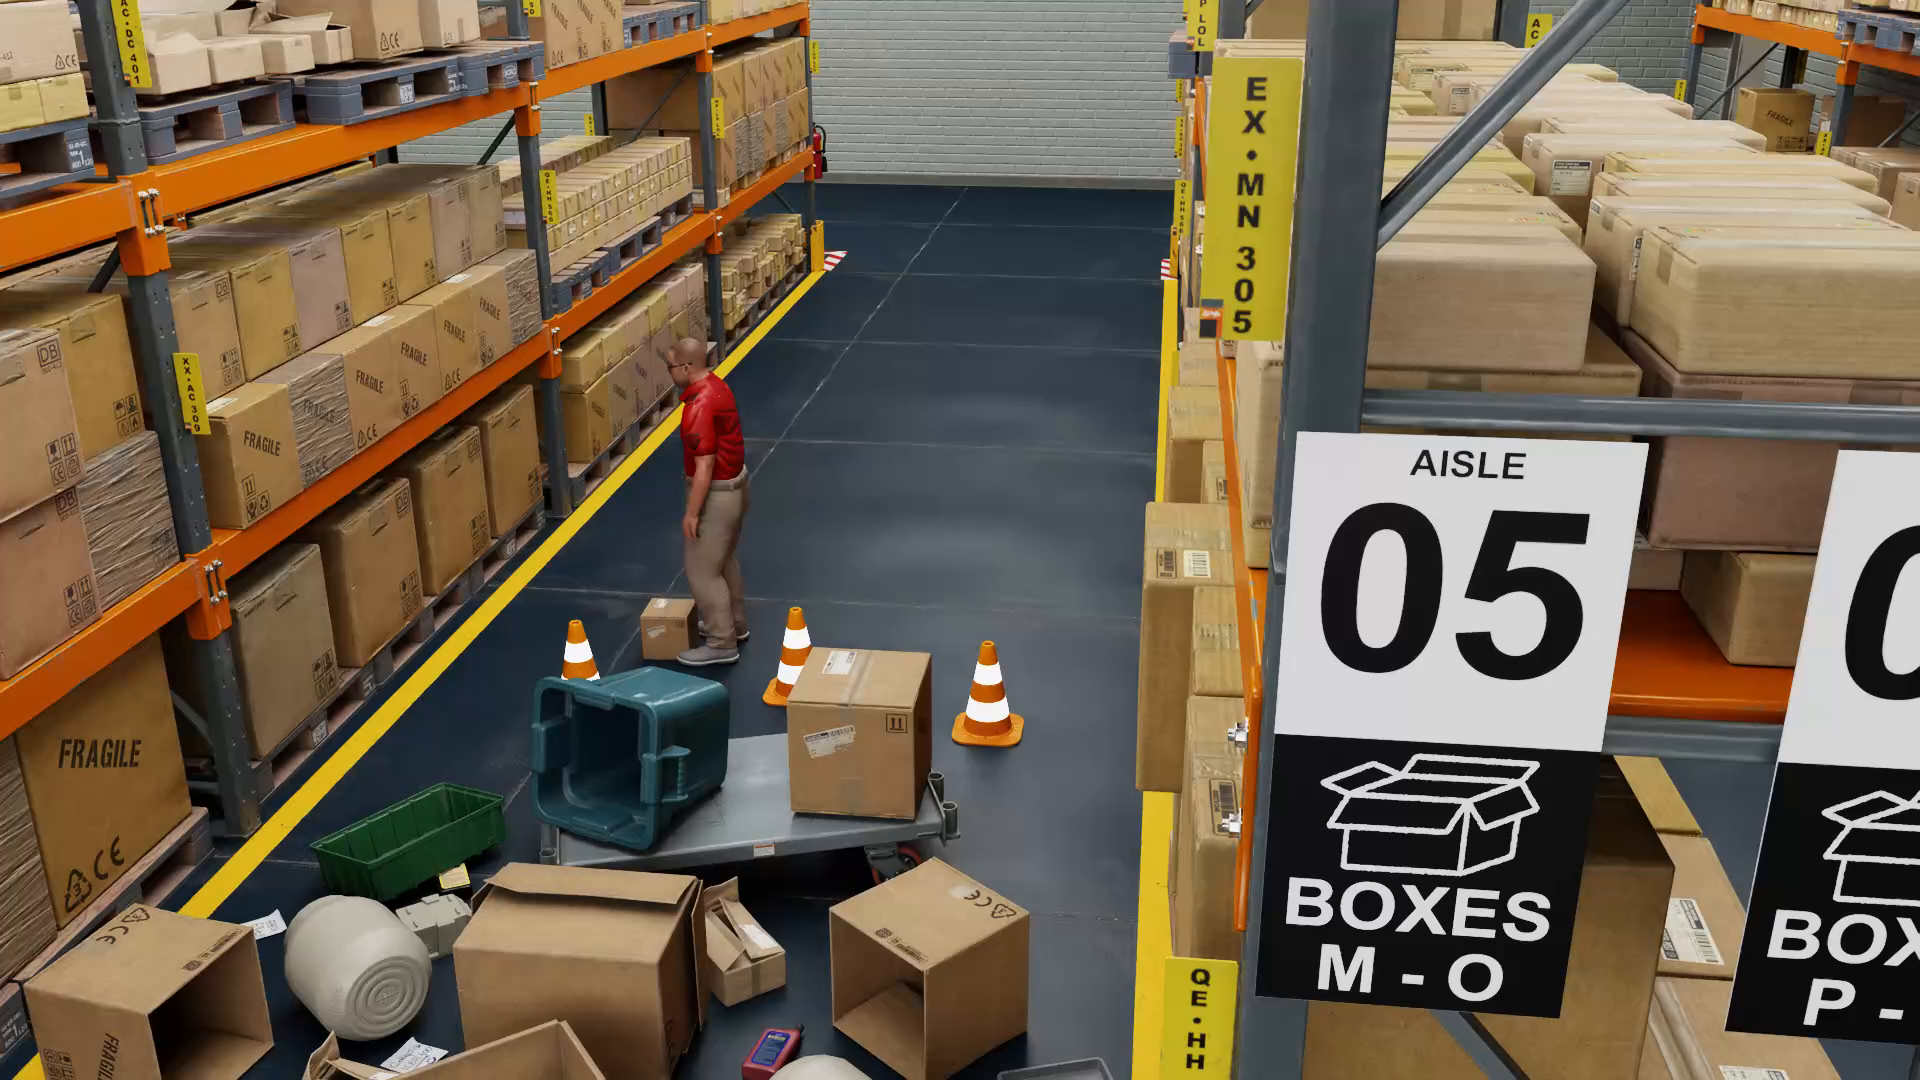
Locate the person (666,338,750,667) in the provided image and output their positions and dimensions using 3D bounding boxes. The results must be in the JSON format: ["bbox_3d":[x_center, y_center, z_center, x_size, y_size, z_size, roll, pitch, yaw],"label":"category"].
[{"bbox_3d":[-1.302,-0.207,8.638,0.390,1.727,0.586,2,21,6],"label":"person"}]
